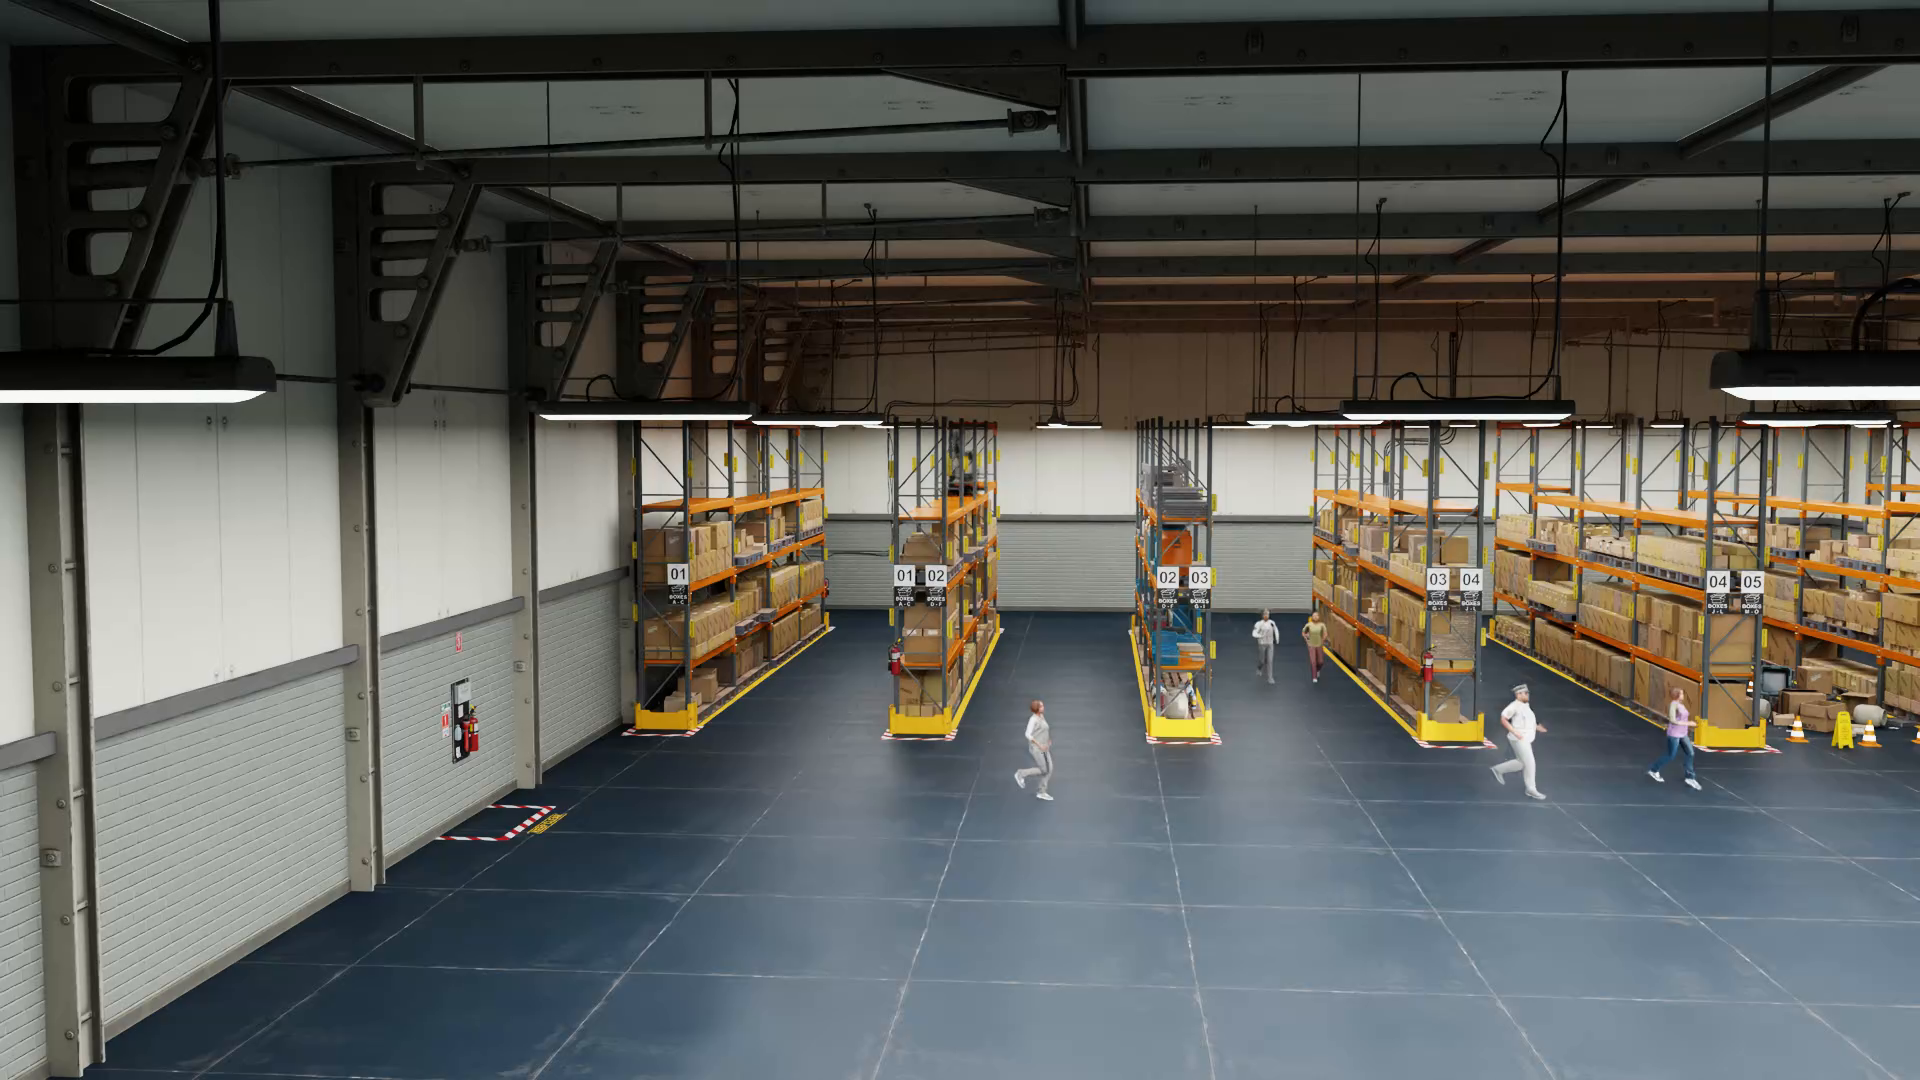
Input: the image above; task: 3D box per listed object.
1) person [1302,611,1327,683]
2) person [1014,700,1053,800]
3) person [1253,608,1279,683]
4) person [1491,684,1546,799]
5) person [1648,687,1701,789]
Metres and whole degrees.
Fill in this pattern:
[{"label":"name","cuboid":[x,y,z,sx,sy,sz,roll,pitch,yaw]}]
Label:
[{"label":"person","cuboid":[8.109,2.427,38.020,0.581,1.620,0.629,0,4,5]},{"label":"person","cuboid":[1.173,3.308,25.945,0.623,1.476,0.545,2,4,23]},{"label":"person","cuboid":[6.991,2.383,37.917,0.626,1.655,1.022,0,4,-2]},{"label":"person","cuboid":[8.798,3.143,26.184,0.903,1.785,0.663,3,5,36]},{"label":"person","cuboid":[11.545,3.174,26.826,0.806,1.625,0.545,4,5,45]}]
